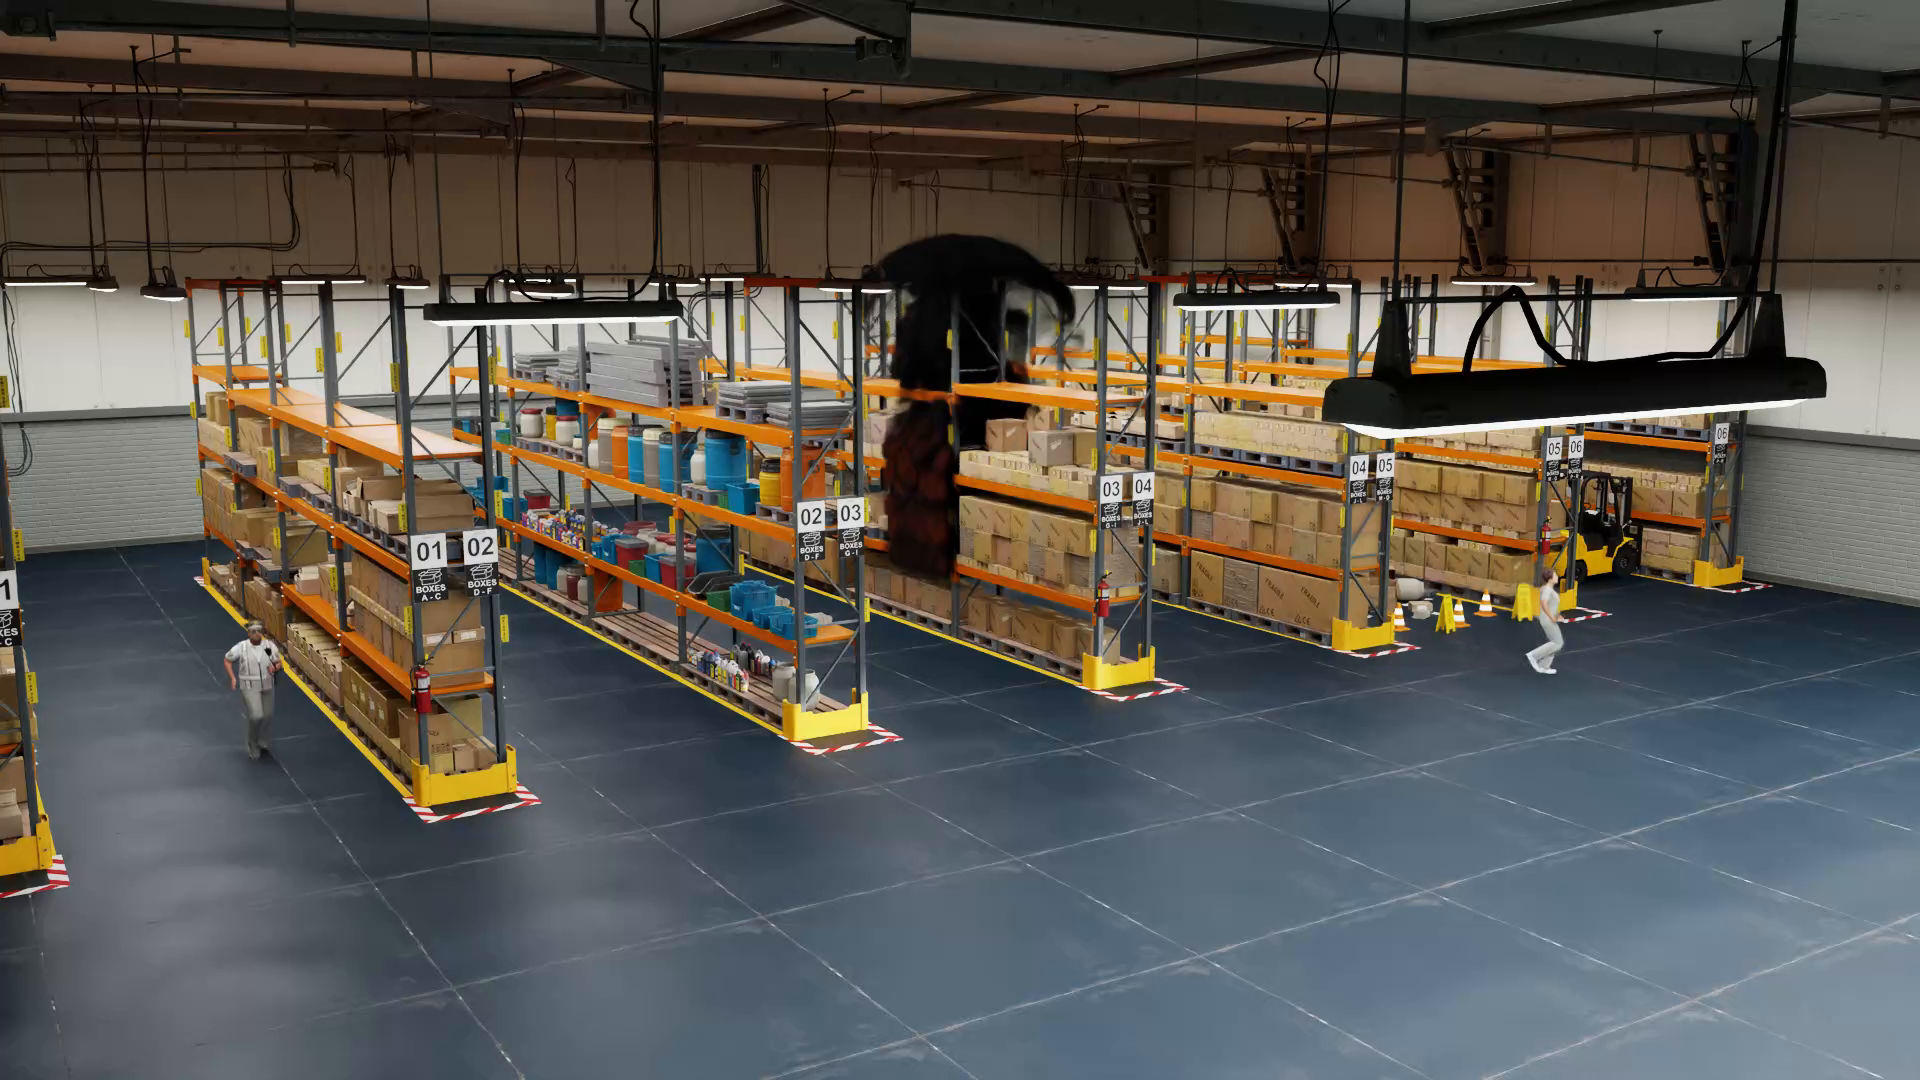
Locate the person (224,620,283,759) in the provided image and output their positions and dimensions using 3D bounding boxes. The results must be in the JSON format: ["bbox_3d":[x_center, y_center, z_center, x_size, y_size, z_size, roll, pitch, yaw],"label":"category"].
[{"bbox_3d":[-9.011,1.917,21.361,0.634,1.818,0.722,-9,13,-42],"label":"person"}]

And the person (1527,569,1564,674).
[{"bbox_3d":[9.045,1.256,25.660,0.530,1.632,0.549,2,10,14],"label":"person"}]
